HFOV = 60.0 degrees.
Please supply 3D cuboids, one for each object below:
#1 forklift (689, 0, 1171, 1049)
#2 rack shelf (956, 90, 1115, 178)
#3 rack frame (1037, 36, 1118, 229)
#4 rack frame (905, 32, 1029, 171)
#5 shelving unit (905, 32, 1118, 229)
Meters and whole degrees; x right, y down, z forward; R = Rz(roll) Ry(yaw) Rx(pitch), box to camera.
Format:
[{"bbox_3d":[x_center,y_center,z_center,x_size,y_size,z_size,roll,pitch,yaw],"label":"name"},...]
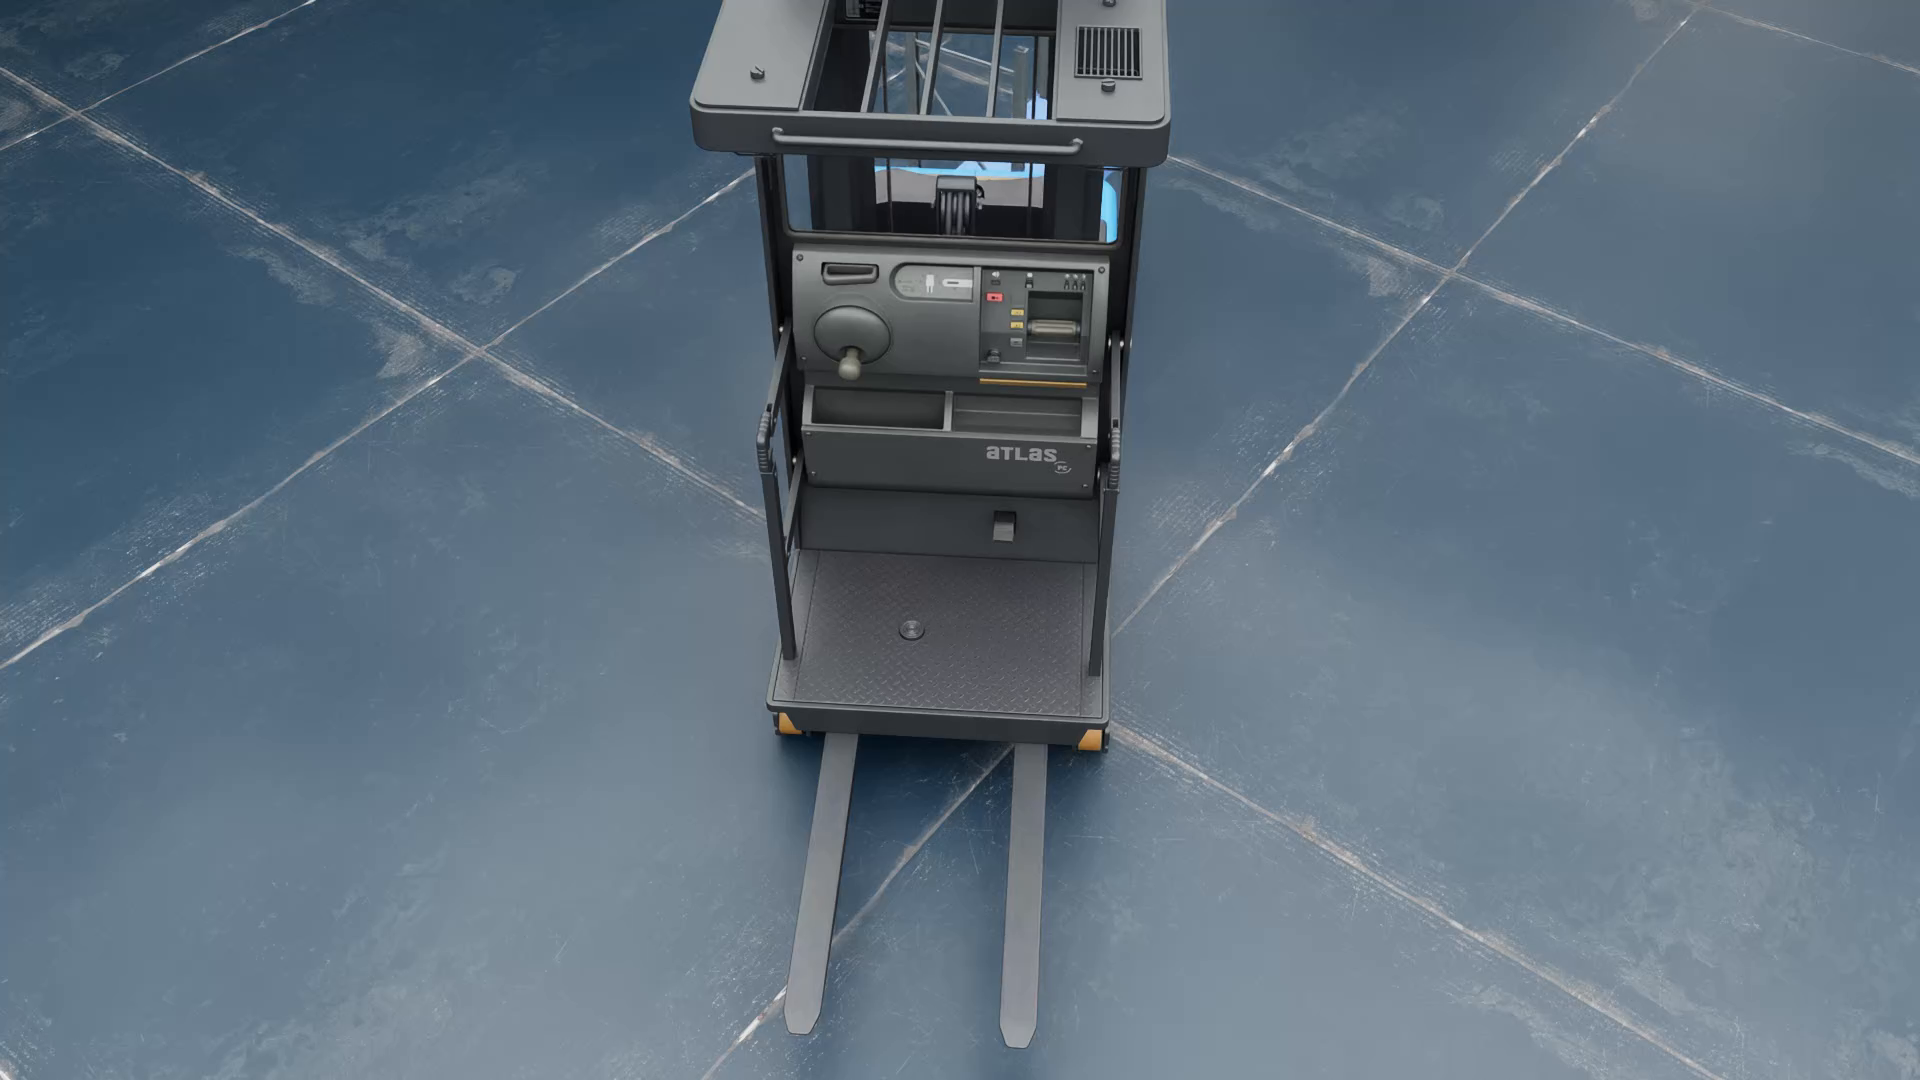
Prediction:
[{"bbox_3d":[-0.043,-0.561,4.759,1.130,2.935,3.031,3,46,3],"label":"forklift"},{"bbox_3d":[0.287,-1.478,6.873,0.538,0.185,1.000,24,51,21],"label":"rack shelf"},{"bbox_3d":[0.554,-1.915,7.042,0.500,1.500,0.032,24,51,21],"label":"rack frame"},{"bbox_3d":[0.021,-1.289,6.444,0.500,1.500,0.032,24,51,21],"label":"rack frame"},{"bbox_3d":[0.287,-1.602,6.743,0.538,1.500,1.048,24,51,21],"label":"shelving unit"}]
